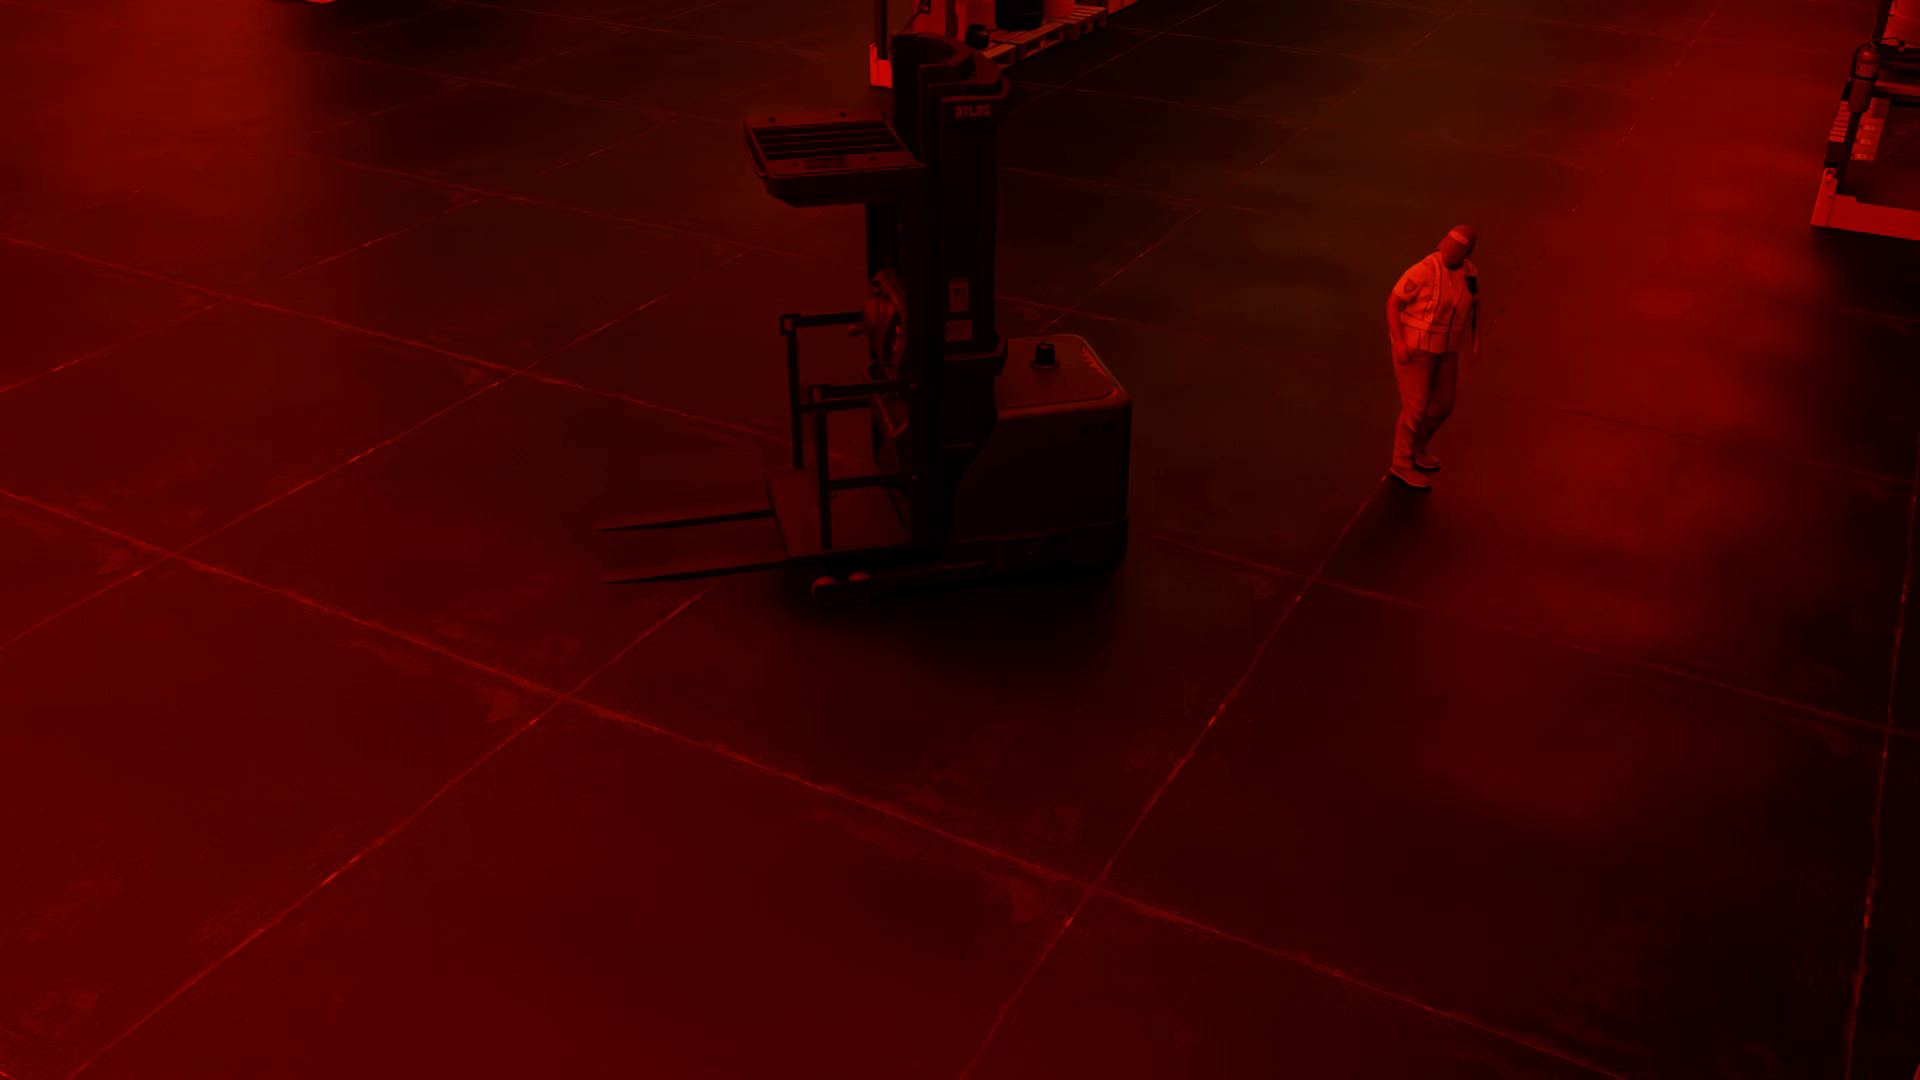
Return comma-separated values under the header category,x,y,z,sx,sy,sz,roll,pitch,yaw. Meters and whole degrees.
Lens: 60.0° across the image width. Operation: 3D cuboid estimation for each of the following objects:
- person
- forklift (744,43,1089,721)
category,x,y,z,sx,sy,sz,roll,pitch,yaw
person,2.947,-1.202,10.425,0.480,1.668,0.388,-15,33,-24
forklift,-0.215,-0.968,8.747,1.130,2.935,3.031,11,32,18
